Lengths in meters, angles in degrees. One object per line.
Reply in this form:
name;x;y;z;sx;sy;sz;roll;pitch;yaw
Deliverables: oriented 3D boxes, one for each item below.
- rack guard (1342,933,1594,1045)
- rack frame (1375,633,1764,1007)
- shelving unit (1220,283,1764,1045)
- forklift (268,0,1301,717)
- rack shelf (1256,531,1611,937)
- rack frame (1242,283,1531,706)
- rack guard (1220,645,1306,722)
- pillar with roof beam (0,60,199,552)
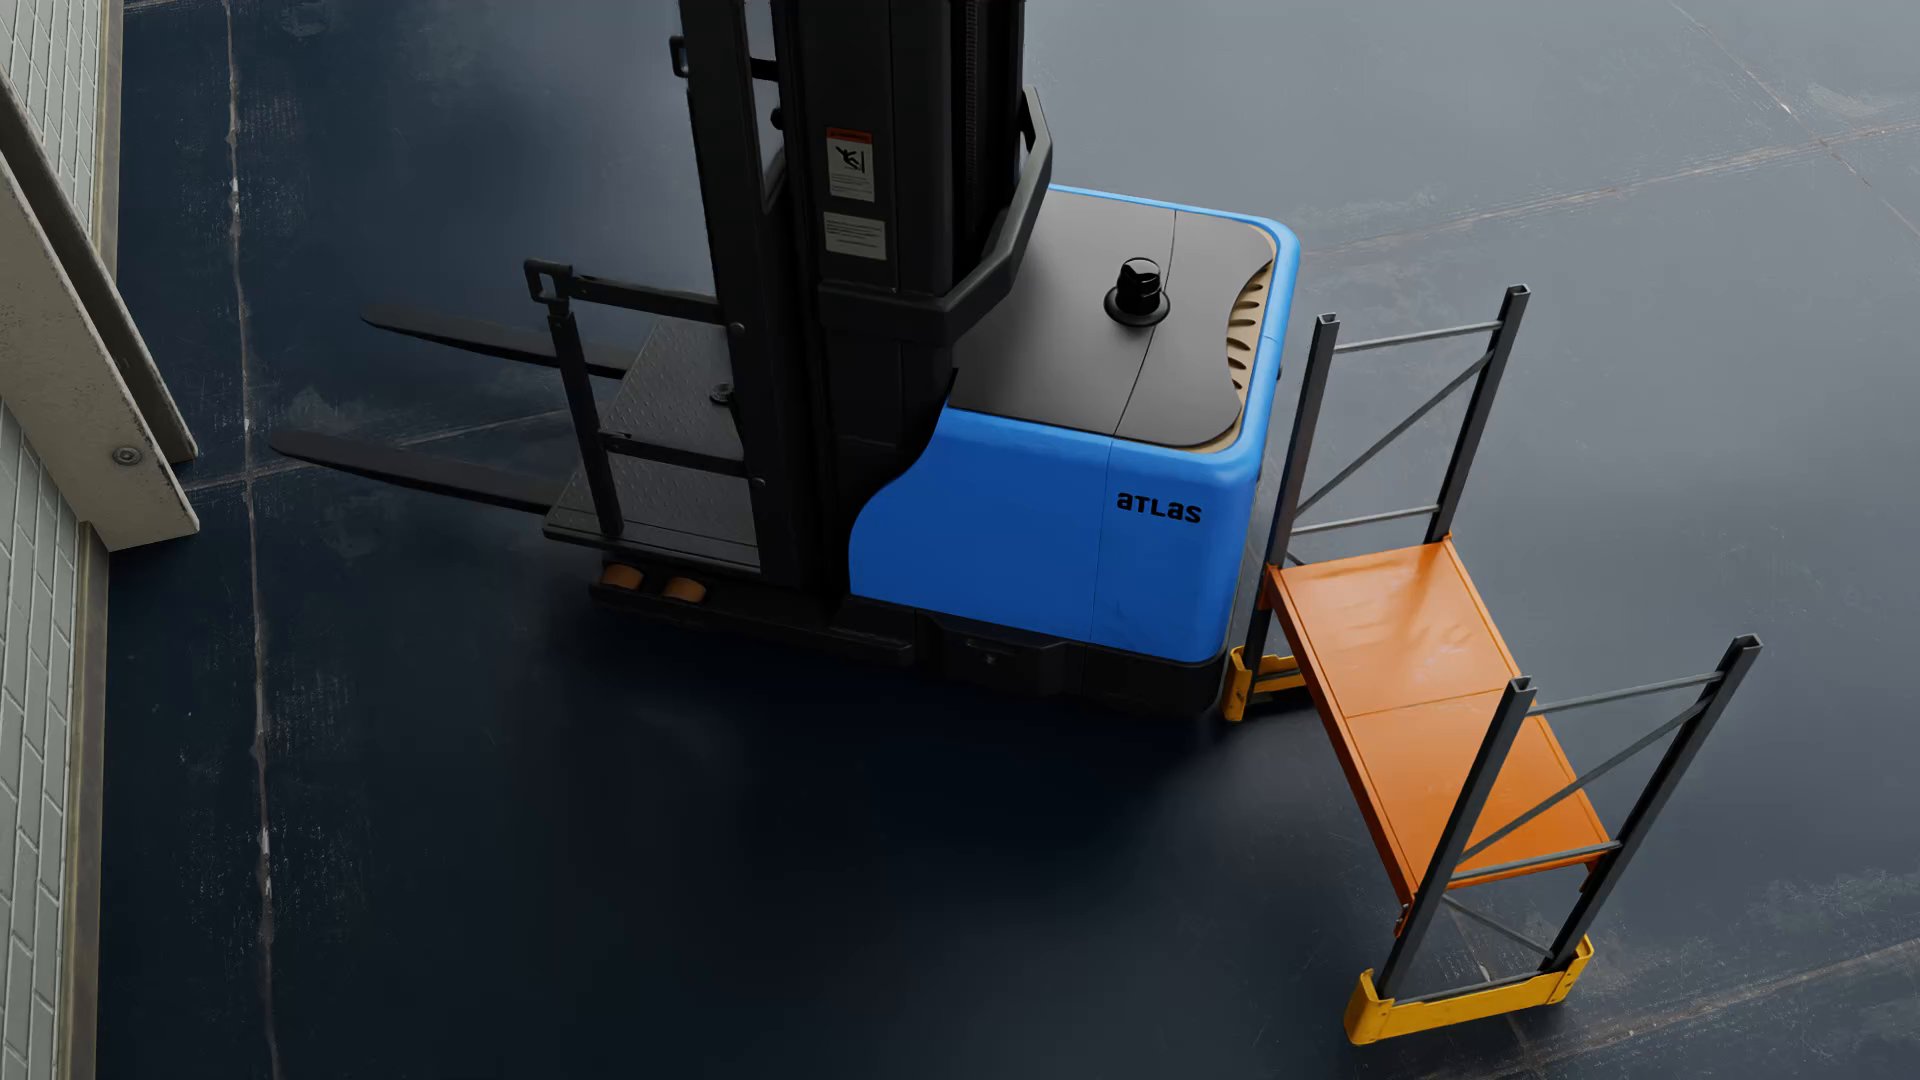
rack guard;1.262;1.113;4.148;0.587;0.250;0.087;-9;51;-8
rack frame;1.262;0.711;3.669;0.500;1.500;0.032;-9;51;-8
shelving unit;1.156;0.338;3.984;0.587;1.500;1.083;-9;51;-8
forklift;-0.621;-1.056;4.223;3.031;2.935;1.130;11;51;9
rack shelf;1.154;0.448;4.127;0.538;0.185;1.000;-9;51;-8
rack frame;1.045;-0.048;4.310;0.500;1.500;0.032;-9;51;-8
rack guard;1.050;0.369;4.775;0.587;0.250;0.087;-9;51;-8
pillar with roof beam;1.494;-4.008;2.743;9.100;9.000;0.400;-13;51;-11
